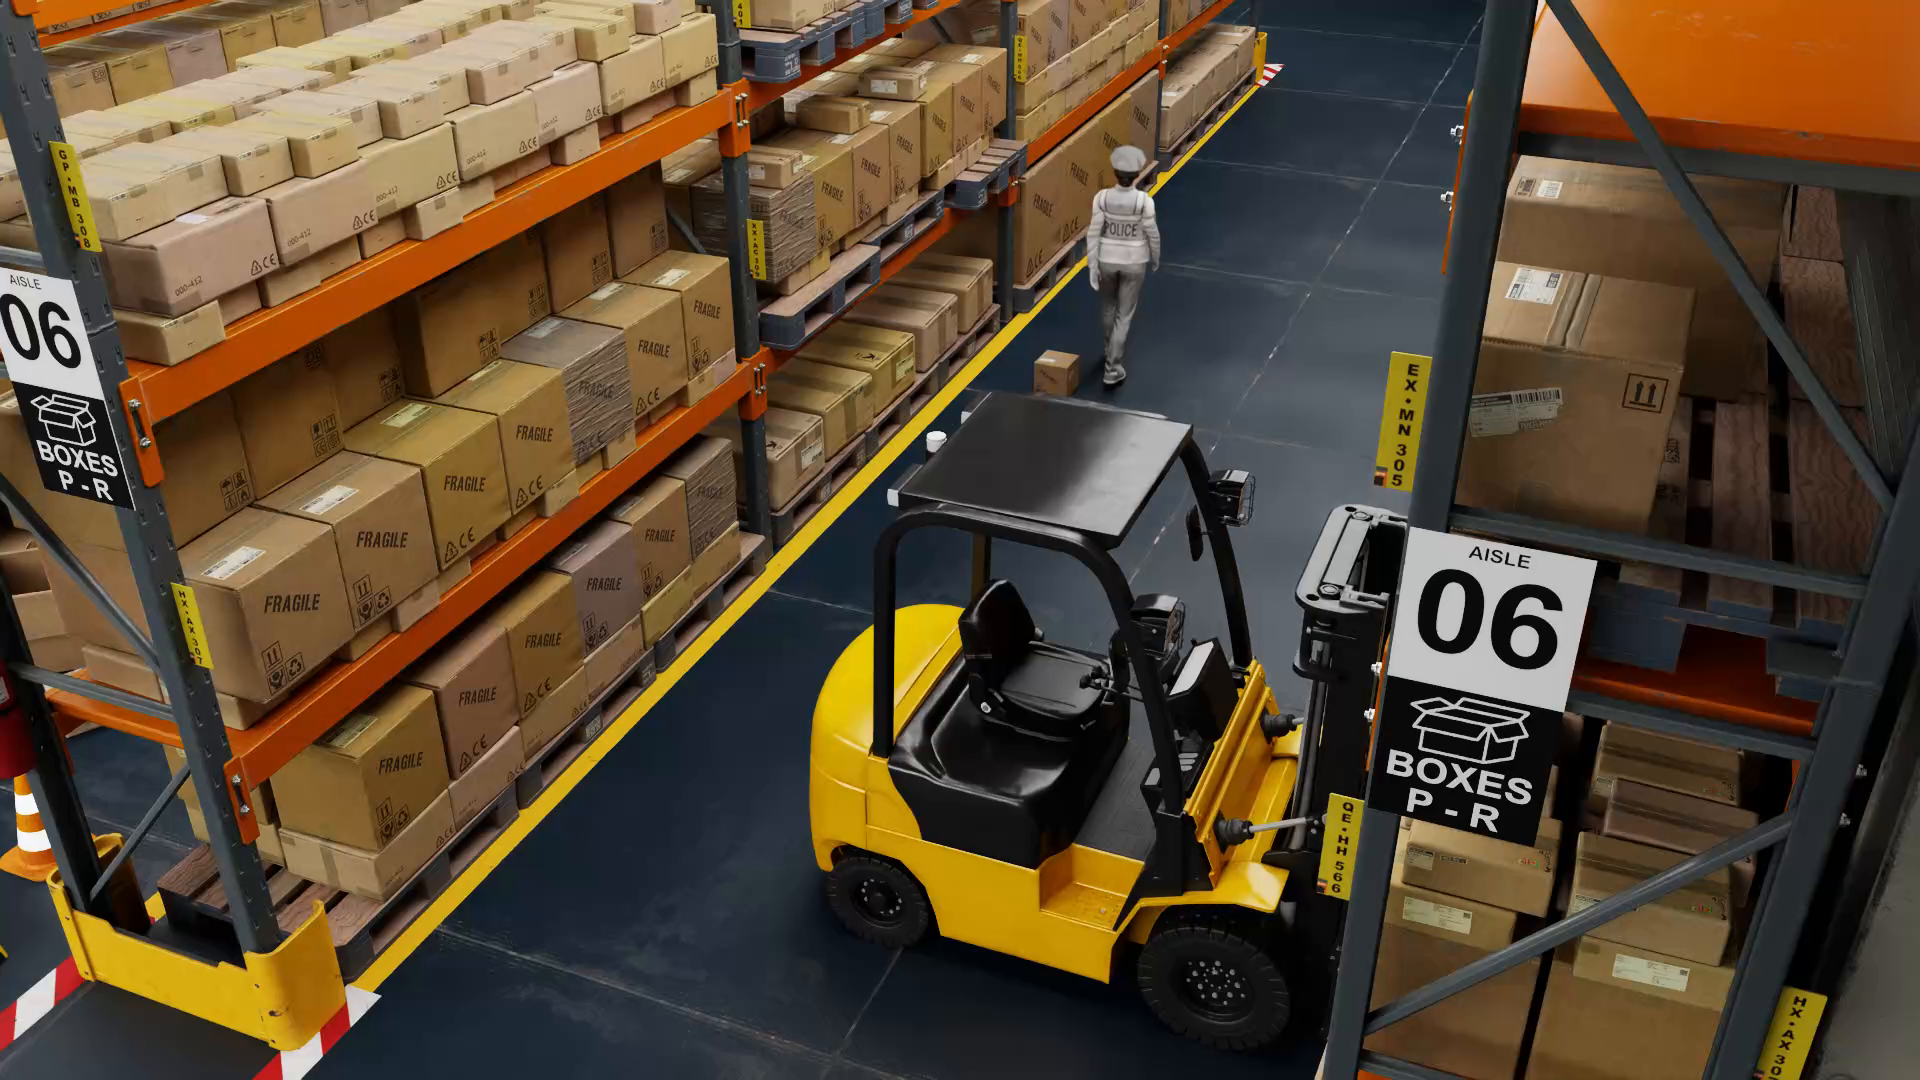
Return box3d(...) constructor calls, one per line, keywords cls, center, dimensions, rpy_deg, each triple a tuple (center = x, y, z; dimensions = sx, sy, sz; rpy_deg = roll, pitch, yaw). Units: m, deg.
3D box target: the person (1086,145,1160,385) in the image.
box3d(cls="person", center=(1.181, -1.980, 11.818), dimensions=(0.486, 1.701, 0.784), rpy_deg=(11, 32, 19))
